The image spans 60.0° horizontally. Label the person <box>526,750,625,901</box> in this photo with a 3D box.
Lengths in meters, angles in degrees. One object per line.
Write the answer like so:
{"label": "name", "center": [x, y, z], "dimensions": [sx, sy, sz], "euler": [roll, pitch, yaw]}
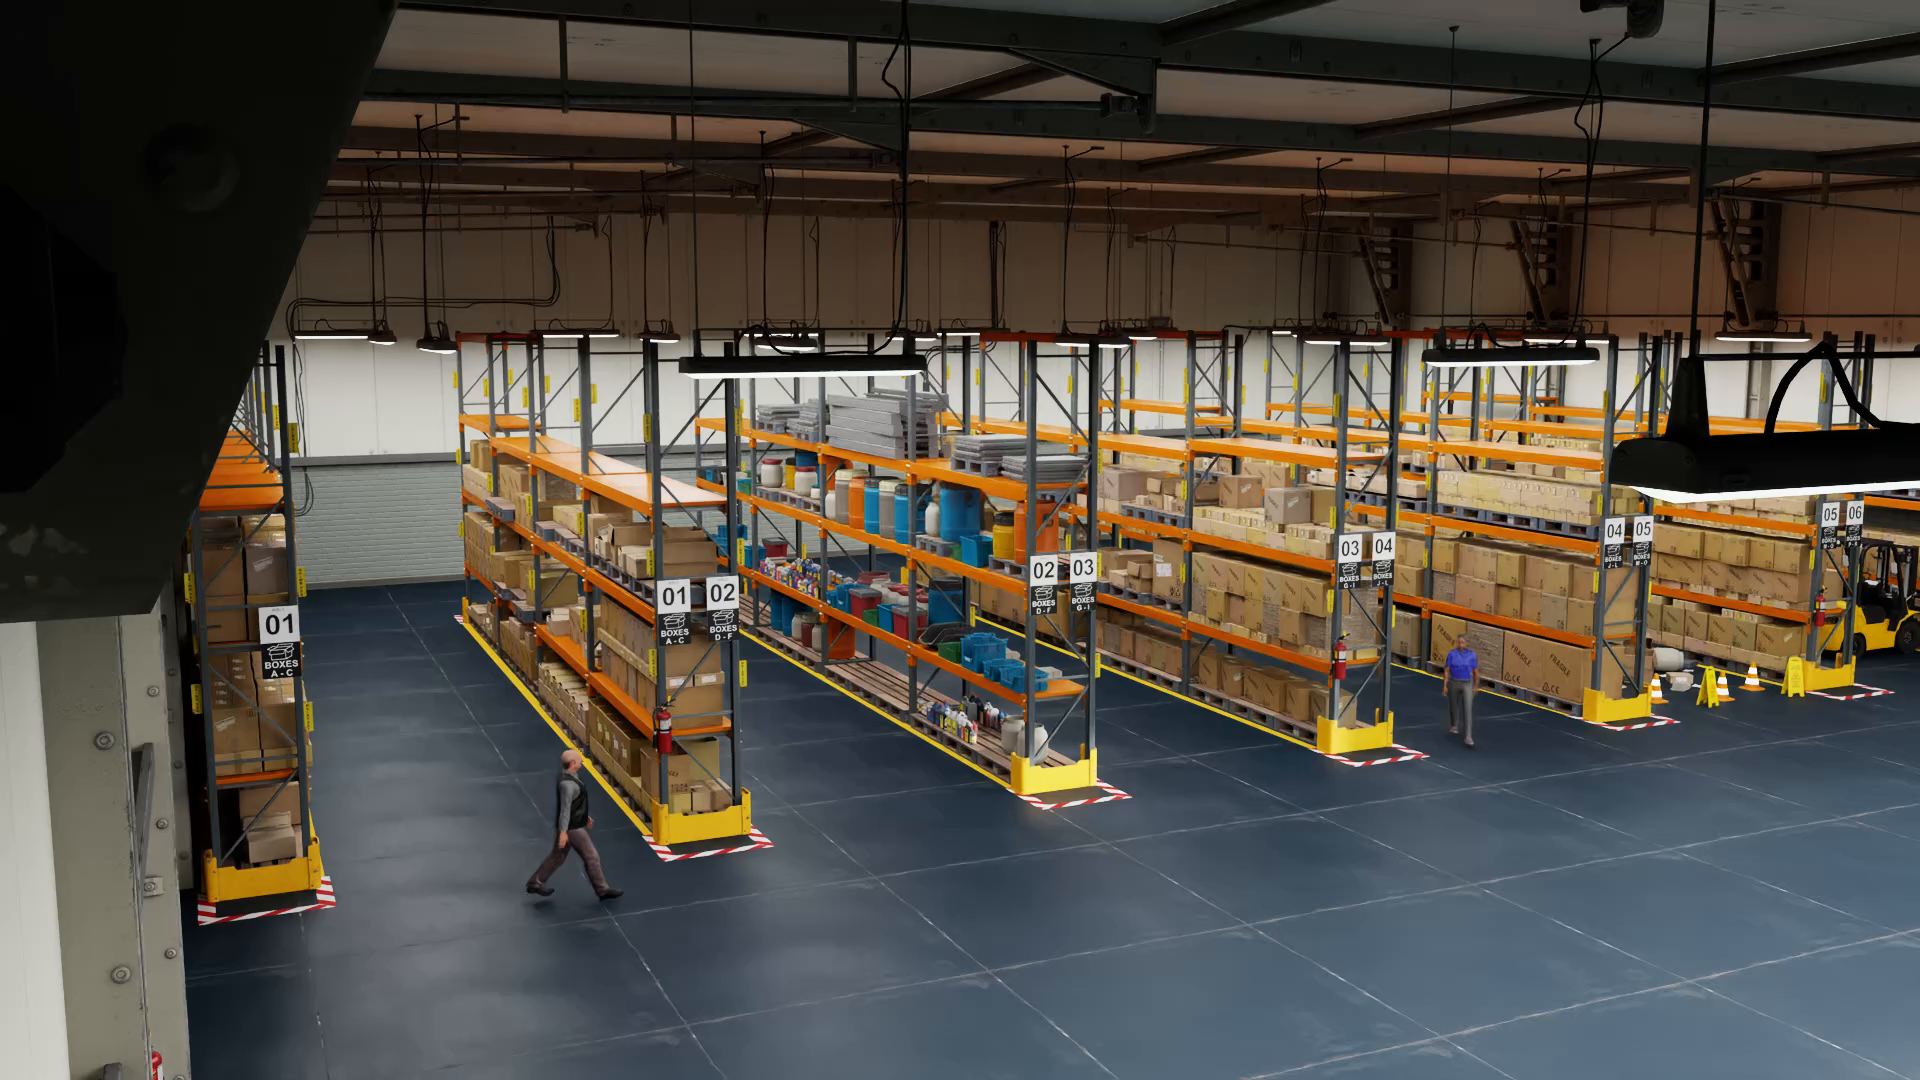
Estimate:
{"label": "person", "center": [-4.182, 3.086, 17.986], "dimensions": [1.057, 1.681, 0.602], "euler": [-1, 8, -10]}

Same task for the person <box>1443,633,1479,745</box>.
{"label": "person", "center": [7.466, 2.178, 24.797], "dimensions": [0.502, 1.591, 1.005], "euler": [2, 8, 17]}
